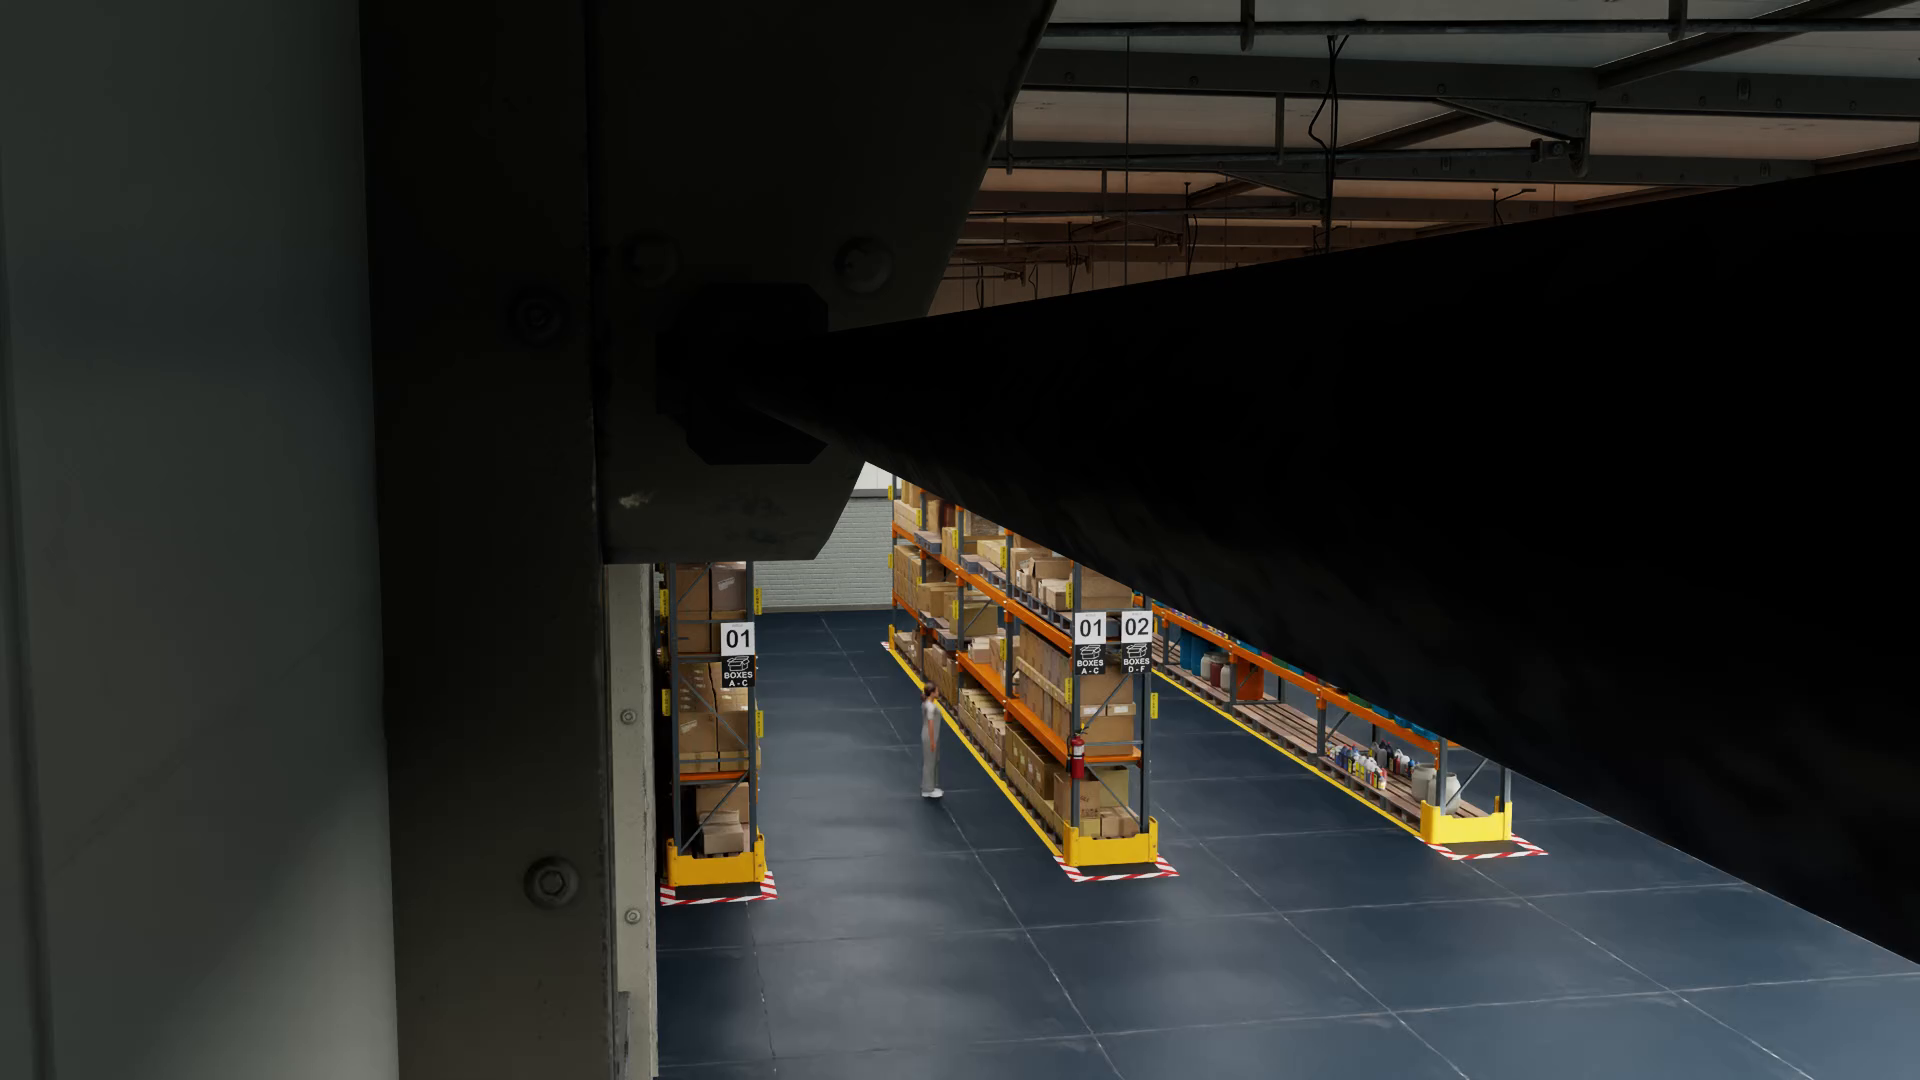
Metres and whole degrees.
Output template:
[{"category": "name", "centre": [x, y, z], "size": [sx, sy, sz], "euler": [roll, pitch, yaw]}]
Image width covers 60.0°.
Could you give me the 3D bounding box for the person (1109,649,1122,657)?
[{"category": "person", "centre": [3.201, 1.654, 35.230], "size": [0.625, 1.763, 0.580], "euler": [-2, 6, -14]}]

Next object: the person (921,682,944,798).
[{"category": "person", "centre": [-0.395, 2.915, 24.164], "size": [0.385, 1.714, 0.515], "euler": [-1, 6, -6]}]
